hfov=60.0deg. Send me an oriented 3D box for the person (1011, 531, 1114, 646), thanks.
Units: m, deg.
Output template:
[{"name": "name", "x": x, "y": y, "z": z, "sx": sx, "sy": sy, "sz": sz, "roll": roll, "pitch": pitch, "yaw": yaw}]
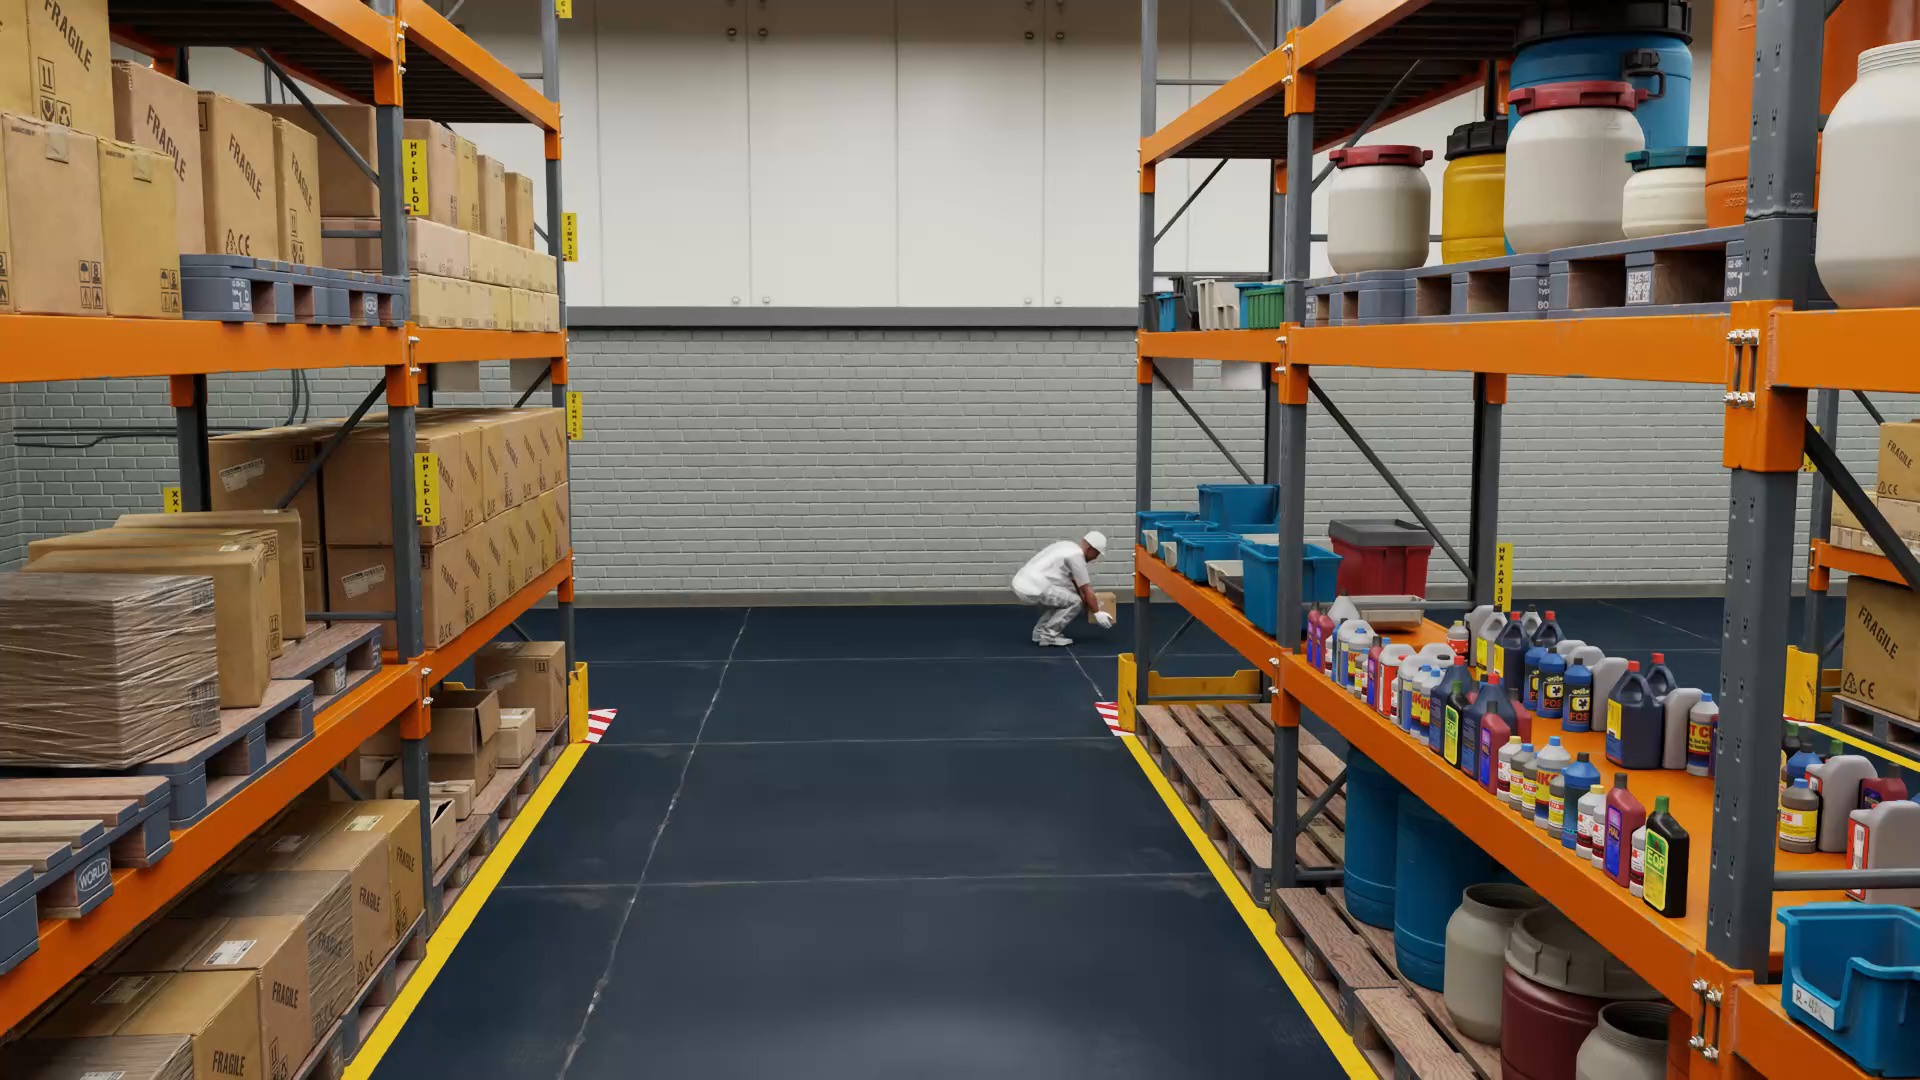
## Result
[{"name": "person", "x": 0.927, "y": 0.436, "z": 15.222, "sx": 0.906, "sy": 1.025, "sz": 0.571, "roll": 0, "pitch": 7, "yaw": -4}]
